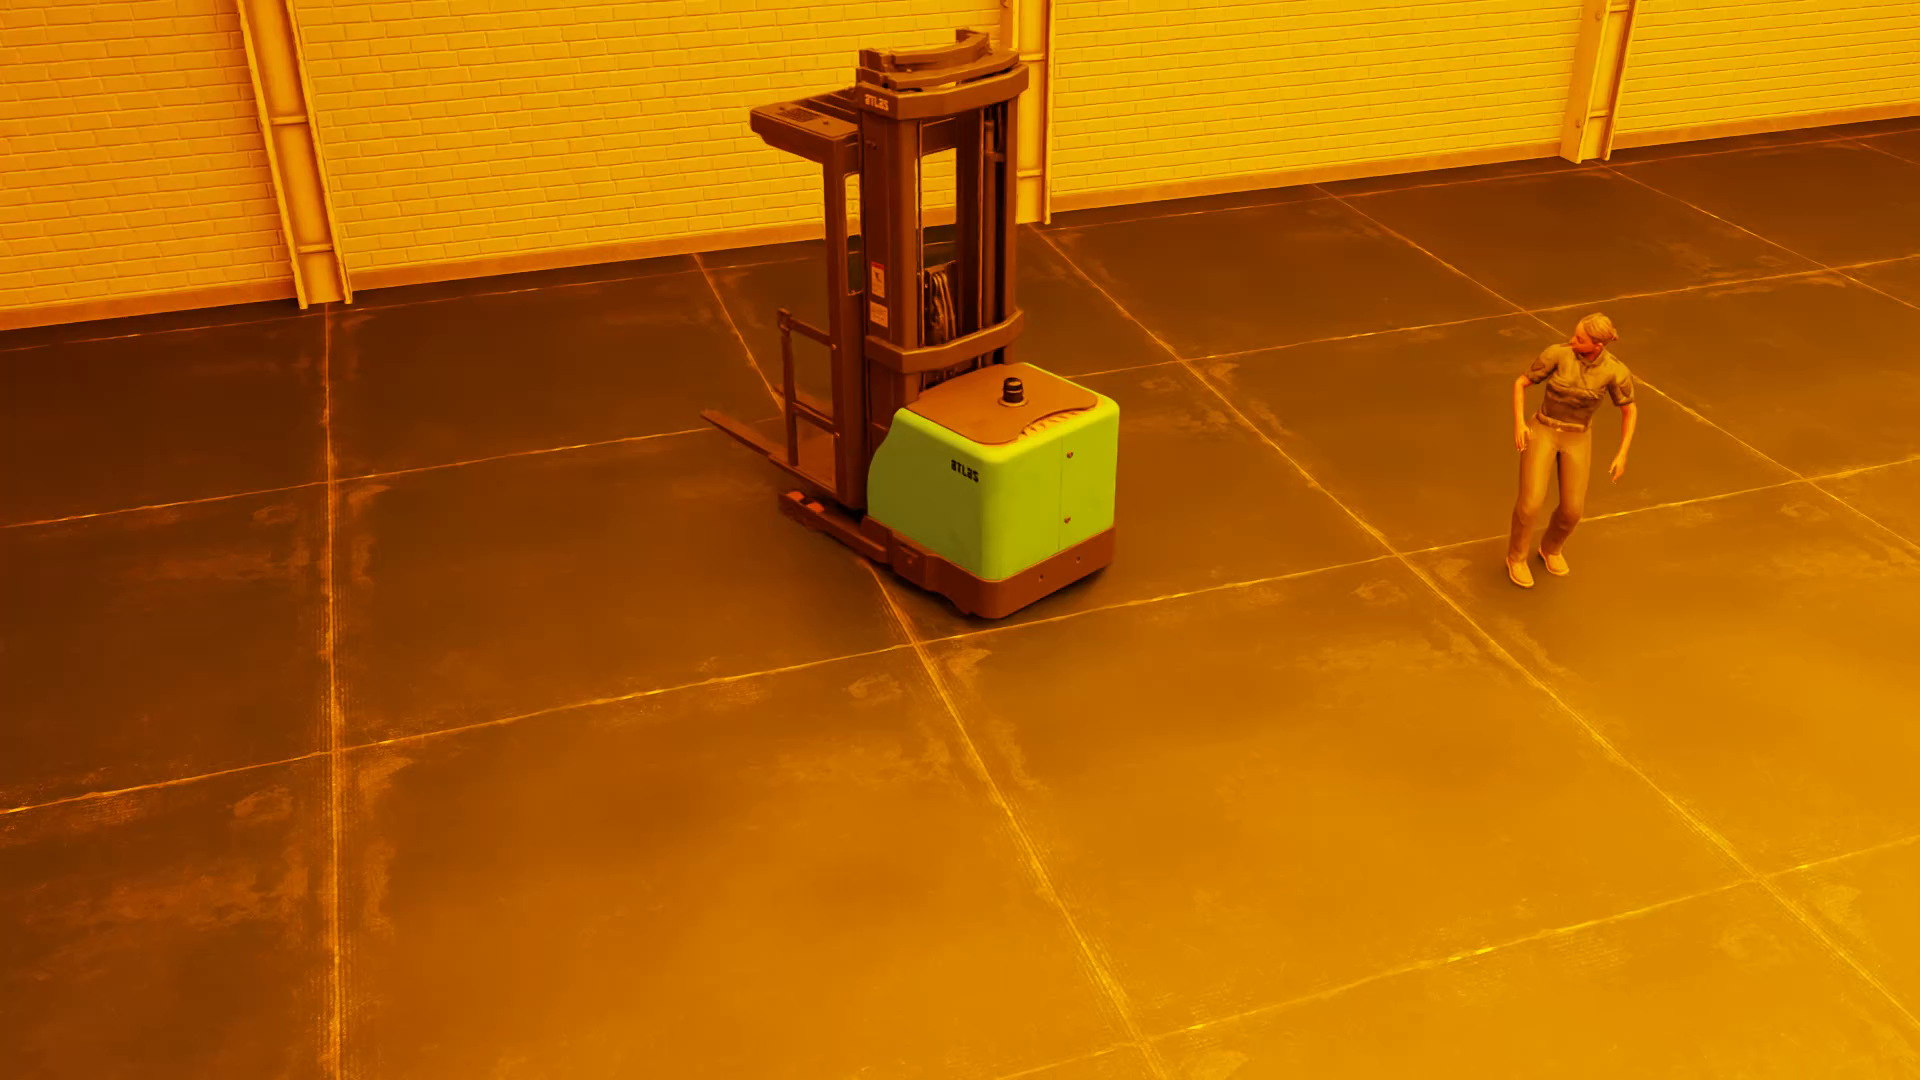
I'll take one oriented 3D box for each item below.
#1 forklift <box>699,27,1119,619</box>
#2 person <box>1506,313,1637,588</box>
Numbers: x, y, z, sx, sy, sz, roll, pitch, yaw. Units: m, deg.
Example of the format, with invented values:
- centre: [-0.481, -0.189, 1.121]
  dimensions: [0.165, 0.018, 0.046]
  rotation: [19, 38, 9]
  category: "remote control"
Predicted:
- centre: [-0.466, -1.485, 9.668]
  dimensions: [1.130, 2.935, 3.031]
  rotation: [-25, 38, -36]
  category: "forklift"
- centre: [3.408, -0.516, 9.318]
  dimensions: [0.655, 1.621, 0.463]
  rotation: [6, 30, 10]
  category: "person"
